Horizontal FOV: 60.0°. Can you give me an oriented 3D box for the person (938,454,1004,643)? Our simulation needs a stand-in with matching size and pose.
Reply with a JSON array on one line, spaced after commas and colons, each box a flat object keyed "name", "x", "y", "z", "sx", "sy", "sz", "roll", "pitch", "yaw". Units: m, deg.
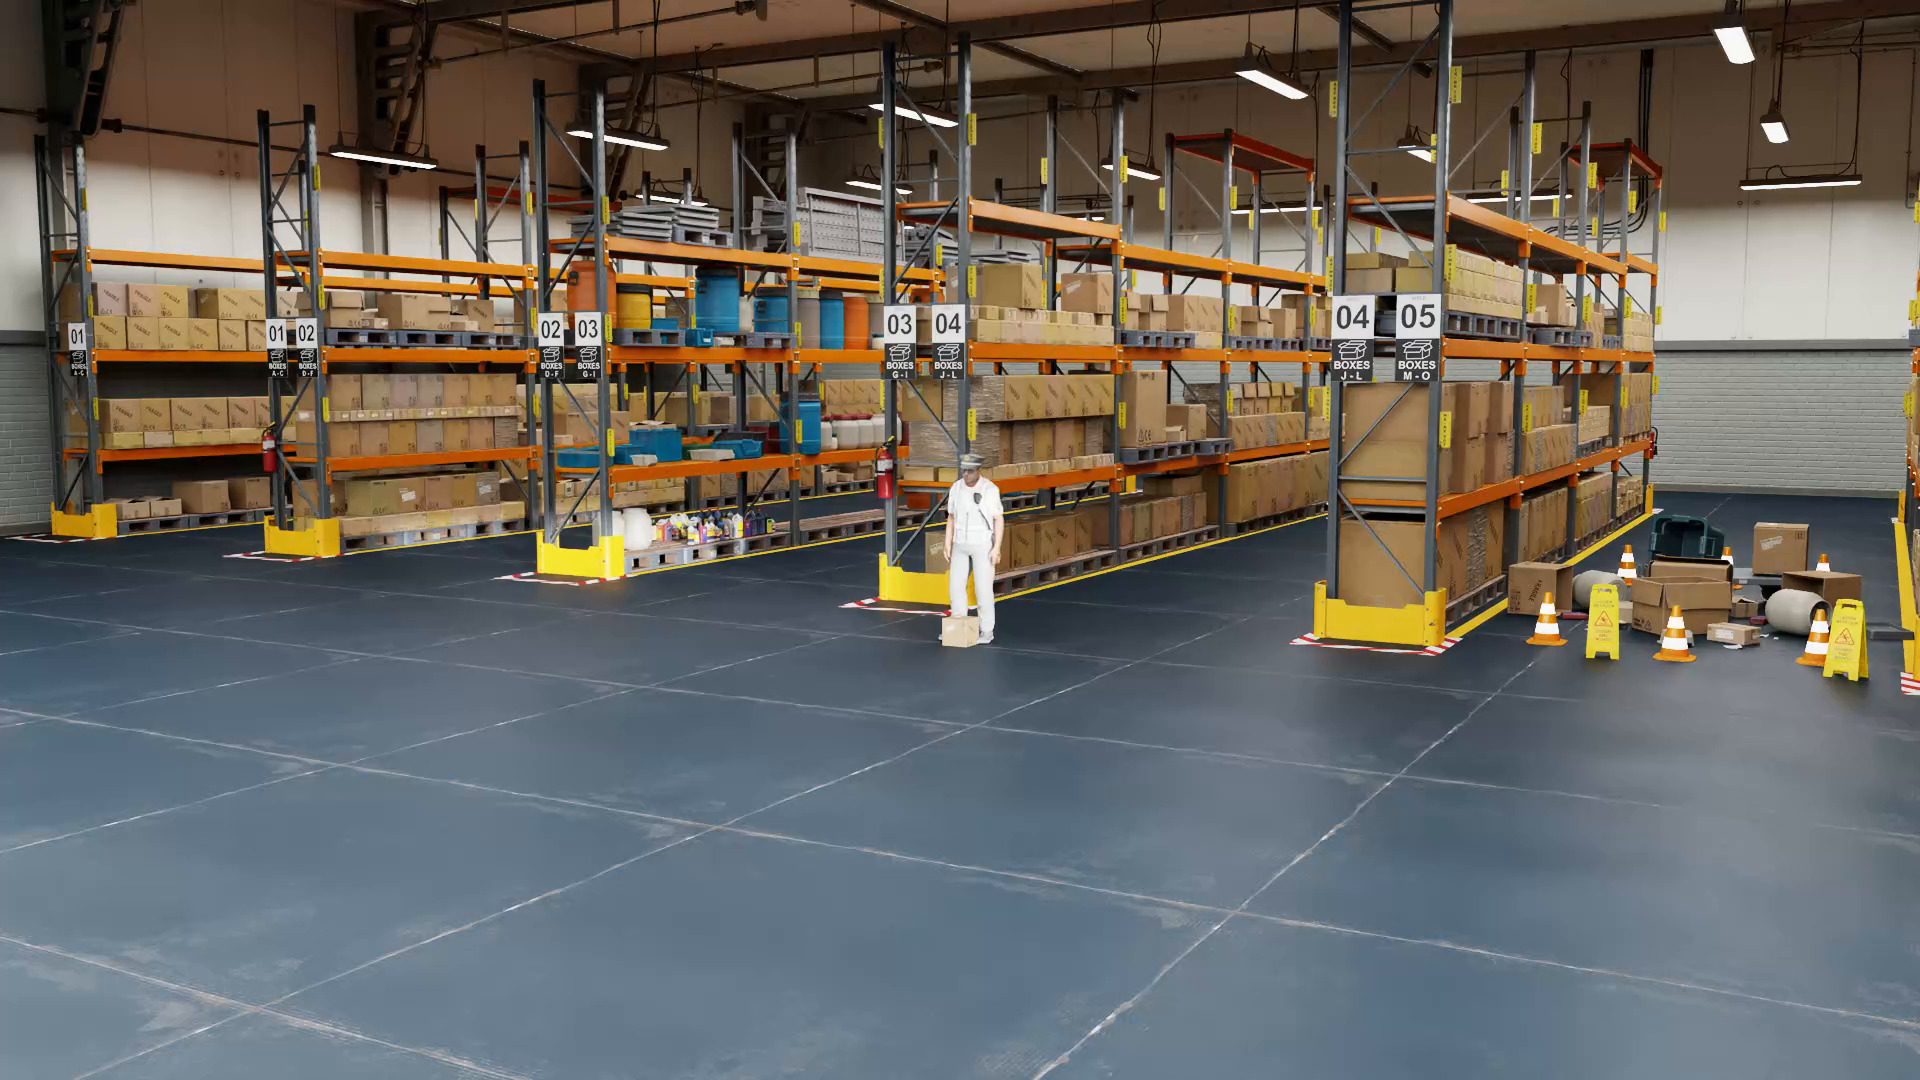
[{"name": "person", "x": 0.130, "y": 0.068, "z": 15.449, "sx": 0.586, "sy": 1.745, "sz": 0.433, "roll": 3, "pitch": 7, "yaw": 28}]
